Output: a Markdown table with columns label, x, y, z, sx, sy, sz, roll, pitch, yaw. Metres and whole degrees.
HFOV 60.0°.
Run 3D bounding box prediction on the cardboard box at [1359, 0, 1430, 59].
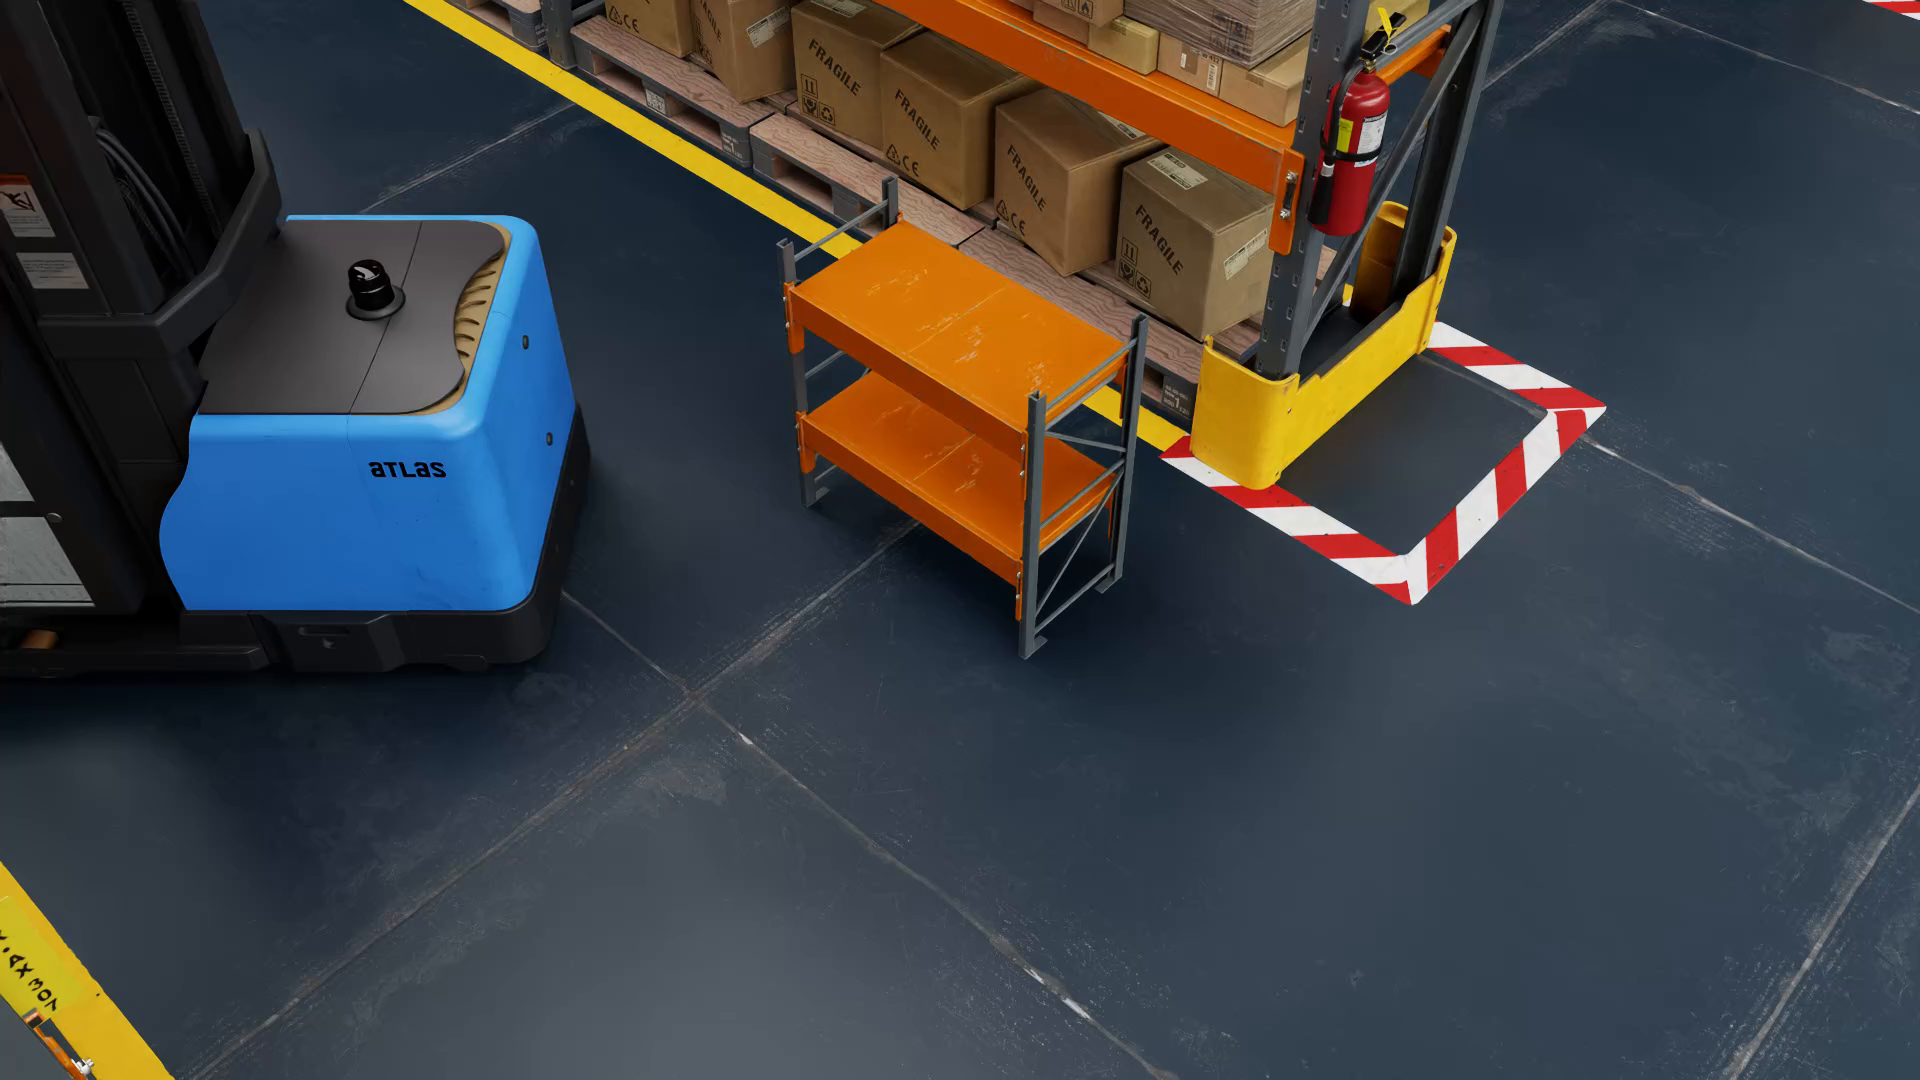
| label | x | y | z | sx | sy | sz | roll | pitch | yaw |
| --- | --- | --- | --- | --- | --- | --- | --- | --- | --- |
| cardboard box | 1.339 | -1.728 | 5.487 | 0.250 | 0.149 | 0.380 | 34 | 55 | 28 |

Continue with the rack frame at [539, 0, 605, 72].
| label | x | y | z | sx | sy | sz | roll | pitch | yaw |
| --- | --- | --- | --- | --- | --- | --- | --- | --- | --- |
| rack frame | -1.552 | -3.523 | 7.000 | 0.127 | 3.000 | 1.000 | 34 | 55 | 28 |

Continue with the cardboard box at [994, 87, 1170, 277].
| label | x | y | z | sx | sy | sz | roll | pitch | yaw |
| --- | --- | --- | --- | --- | --- | --- | --- | --- | --- |
| cardboard box | 0.477 | -1.428 | 6.460 | 0.500 | 0.500 | 0.500 | -25 | 52 | -21 |

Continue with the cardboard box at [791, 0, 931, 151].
| label | x | y | z | sx | sy | sz | roll | pitch | yaw |
| --- | --- | --- | --- | --- | --- | --- | --- | --- | --- |
| cardboard box | -0.350 | -2.048 | 7.042 | 0.500 | 0.500 | 0.500 | 29 | 53 | 25 |

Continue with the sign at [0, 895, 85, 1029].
| label | x | y | z | sx | sy | sz | roll | pitch | yaw |
| --- | --- | --- | --- | --- | --- | --- | --- | --- | --- |
| sign | -1.596 | 0.721 | 2.826 | 0.005 | 0.325 | 0.100 | 34 | 55 | 28 |

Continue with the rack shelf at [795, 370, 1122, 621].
| label | x | y | z | sx | sy | sz | roll | pitch | yaw |
| --- | --- | --- | --- | --- | --- | --- | --- | --- | --- |
| rack shelf | -0.005 | -0.221 | 5.521 | 1.000 | 0.278 | 0.538 | 34 | 55 | 28 |

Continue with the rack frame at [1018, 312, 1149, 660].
| label | x | y | z | sx | sy | sz | roll | pitch | yaw |
| --- | --- | --- | --- | --- | --- | --- | --- | --- | --- |
| rack frame | 0.369 | -0.137 | 5.107 | 0.032 | 1.125 | 0.500 | 34 | 55 | 28 |

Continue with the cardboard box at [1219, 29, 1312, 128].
| label | x | y | z | sx | sy | sz | roll | pitch | yaw |
| --- | --- | --- | --- | --- | --- | --- | --- | --- | --- |
| cardboard box | 1.038 | -1.489 | 5.263 | 0.250 | 0.149 | 0.380 | 34 | 55 | 28 |

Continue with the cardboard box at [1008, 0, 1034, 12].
| label | x | y | z | sx | sy | sz | roll | pitch | yaw |
| --- | --- | --- | --- | --- | --- | --- | --- | --- | --- |
| cardboard box | 0.307 | -1.987 | 5.730 | 0.250 | 0.149 | 0.380 | 34 | 55 | 28 |

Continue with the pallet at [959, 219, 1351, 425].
| label | x | y | z | sx | sy | sz | roll | pitch | yaw |
| --- | --- | --- | --- | --- | --- | --- | --- | --- | --- |
| pallet | 0.758 | -1.049 | 6.590 | 1.213 | 0.211 | 1.003 | 34 | 55 | 28 |

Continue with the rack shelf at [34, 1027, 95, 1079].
| label | x | y | z | sx | sy | sz | roll | pitch | yaw |
| --- | --- | --- | --- | --- | --- | --- | --- | --- | --- |
| rack shelf | -3.442 | 0.366 | 3.843 | 4.000 | 0.370 | 1.077 | 34 | 55 | 28 |

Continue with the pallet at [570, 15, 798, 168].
| label | x | y | z | sx | sy | sz | roll | pitch | yaw |
| --- | --- | --- | --- | --- | --- | --- | --- | --- | --- |
| pallet | -1.035 | -2.255 | 7.723 | 1.213 | 0.211 | 1.003 | 34 | 55 | 28 |

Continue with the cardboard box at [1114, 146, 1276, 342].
| label | x | y | z | sx | sy | sz | roll | pitch | yaw |
| --- | --- | --- | --- | --- | --- | --- | --- | --- | --- |
| cardboard box | 0.940 | -1.151 | 6.200 | 0.500 | 0.500 | 0.500 | -28 | 53 | -24 |

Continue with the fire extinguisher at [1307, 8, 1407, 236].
| label | x | y | z | sx | sy | sz | roll | pitch | yaw |
| --- | --- | --- | --- | --- | --- | --- | --- | --- | --- |
| fire extinguisher | 1.159 | -1.215 | 4.886 | 0.183 | 0.674 | 0.296 | 34 | 55 | 28 |

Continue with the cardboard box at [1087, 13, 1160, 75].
| label | x | y | z | sx | sy | sz | roll | pitch | yaw |
| --- | --- | --- | --- | --- | --- | --- | --- | --- | --- |
| cardboard box | 0.636 | -1.709 | 5.470 | 0.250 | 0.149 | 0.380 | 34 | 55 | 28 |

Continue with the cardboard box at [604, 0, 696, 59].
| label | x | y | z | sx | sy | sz | roll | pitch | yaw |
| --- | --- | --- | --- | --- | --- | --- | --- | --- | --- |
| cardboard box | -1.285 | -2.592 | 7.552 | 0.500 | 0.500 | 0.500 | 32 | 55 | 27 |

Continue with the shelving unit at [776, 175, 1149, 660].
| label | x | y | z | sx | sy | sz | roll | pitch | yaw |
| --- | --- | --- | --- | --- | --- | --- | --- | --- | --- |
| shelving unit | -0.005 | -0.388 | 5.343 | 1.048 | 1.125 | 0.538 | 34 | 55 | 28 |

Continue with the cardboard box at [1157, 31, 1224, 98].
| label | x | y | z | sx | sy | sz | roll | pitch | yaw |
| --- | --- | --- | --- | --- | --- | --- | --- | --- | --- |
| cardboard box | 0.854 | -1.613 | 5.380 | 0.250 | 0.149 | 0.380 | 34 | 55 | 28 |

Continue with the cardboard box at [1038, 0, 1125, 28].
| label | x | y | z | sx | sy | sz | roll | pitch | yaw |
| --- | --- | --- | --- | --- | --- | --- | --- | --- | --- |
| cardboard box | 0.553 | -2.151 | 5.439 | 0.500 | 0.500 | 0.875 | 34 | 55 | 28 |

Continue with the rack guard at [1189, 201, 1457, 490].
| label | x | y | z | sx | sy | sz | roll | pitch | yaw |
| --- | --- | --- | --- | --- | --- | --- | --- | --- | --- |
| rack guard | 1.331 | -0.727 | 6.090 | 0.348 | 0.500 | 1.175 | 34 | 55 | 28 |

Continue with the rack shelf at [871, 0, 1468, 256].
| label | x | y | z | sx | sy | sz | roll | pitch | yaw |
| --- | --- | --- | --- | --- | --- | --- | --- | --- | --- |
| rack shelf | -0.083 | -2.288 | 6.334 | 4.000 | 0.370 | 1.077 | 34 | 55 | 28 |

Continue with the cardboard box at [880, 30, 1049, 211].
| label | x | y | z | sx | sy | sz | roll | pitch | yaw |
| --- | --- | --- | --- | --- | --- | --- | --- | --- | --- |
| cardboard box | 0.030 | -1.748 | 6.760 | 0.500 | 0.500 | 0.500 | -33 | 55 | -27 |

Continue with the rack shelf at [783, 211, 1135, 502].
| label | x | y | z | sx | sy | sz | roll | pitch | yaw |
| --- | --- | --- | --- | --- | --- | --- | --- | --- | --- |
| rack shelf | -0.005 | -0.589 | 5.130 | 1.000 | 0.278 | 0.538 | 34 | 55 | 28 |

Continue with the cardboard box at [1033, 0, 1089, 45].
| label | x | y | z | sx | sy | sz | roll | pitch | yaw |
| --- | --- | --- | --- | --- | --- | --- | --- | --- | --- |
| cardboard box | 0.463 | -1.841 | 5.594 | 0.250 | 0.149 | 0.380 | 34 | 55 | 28 |

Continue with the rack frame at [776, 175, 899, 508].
| label | x | y | z | sx | sy | sz | roll | pitch | yaw |
| --- | --- | --- | --- | --- | --- | --- | --- | --- | --- |
| rack frame | -0.379 | -0.640 | 5.579 | 0.032 | 1.125 | 0.500 | 34 | 55 | 28 |

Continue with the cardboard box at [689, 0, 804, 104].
| label | x | y | z | sx | sy | sz | roll | pitch | yaw |
| --- | --- | --- | --- | --- | --- | --- | --- | --- | --- |
| cardboard box | -0.859 | -2.313 | 7.290 | 0.500 | 0.500 | 0.500 | -22 | 51 | -19 |

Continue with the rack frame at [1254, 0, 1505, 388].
| label | x | y | z | sx | sy | sz | roll | pitch | yaw |
| --- | --- | --- | --- | --- | --- | --- | --- | --- | --- |
| rack frame | 1.387 | -1.545 | 5.143 | 0.127 | 3.000 | 1.000 | 34 | 55 | 28 |

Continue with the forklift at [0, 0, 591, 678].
| label | x | y | z | sx | sy | sz | roll | pitch | yaw |
| --- | --- | --- | --- | --- | --- | --- | --- | --- | --- |
| forklift | -2.834 | -0.948 | 4.630 | 3.031 | 2.935 | 1.130 | 0 | 47 | 0 |

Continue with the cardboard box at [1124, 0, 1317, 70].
| label | x | y | z | sx | sy | sz | roll | pitch | yaw |
| --- | --- | --- | --- | --- | --- | --- | --- | --- | --- |
| cardboard box | 1.002 | -1.968 | 5.267 | 0.500 | 0.500 | 0.875 | 34 | 55 | 28 |

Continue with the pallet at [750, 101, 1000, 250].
| label | x | y | z | sx | sy | sz | roll | pitch | yaw |
| --- | --- | --- | --- | --- | --- | --- | --- | --- | --- |
| pallet | -0.134 | -1.652 | 7.156 | 1.213 | 0.211 | 1.003 | 34 | 55 | 28 |

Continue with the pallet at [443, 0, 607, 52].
| label | x | y | z | sx | sy | sz | roll | pitch | yaw |
| --- | --- | --- | --- | --- | --- | --- | --- | --- | --- |
| pallet | -2.125 | -2.952 | 8.377 | 1.213 | 0.211 | 1.003 | 34 | 55 | 28 |
